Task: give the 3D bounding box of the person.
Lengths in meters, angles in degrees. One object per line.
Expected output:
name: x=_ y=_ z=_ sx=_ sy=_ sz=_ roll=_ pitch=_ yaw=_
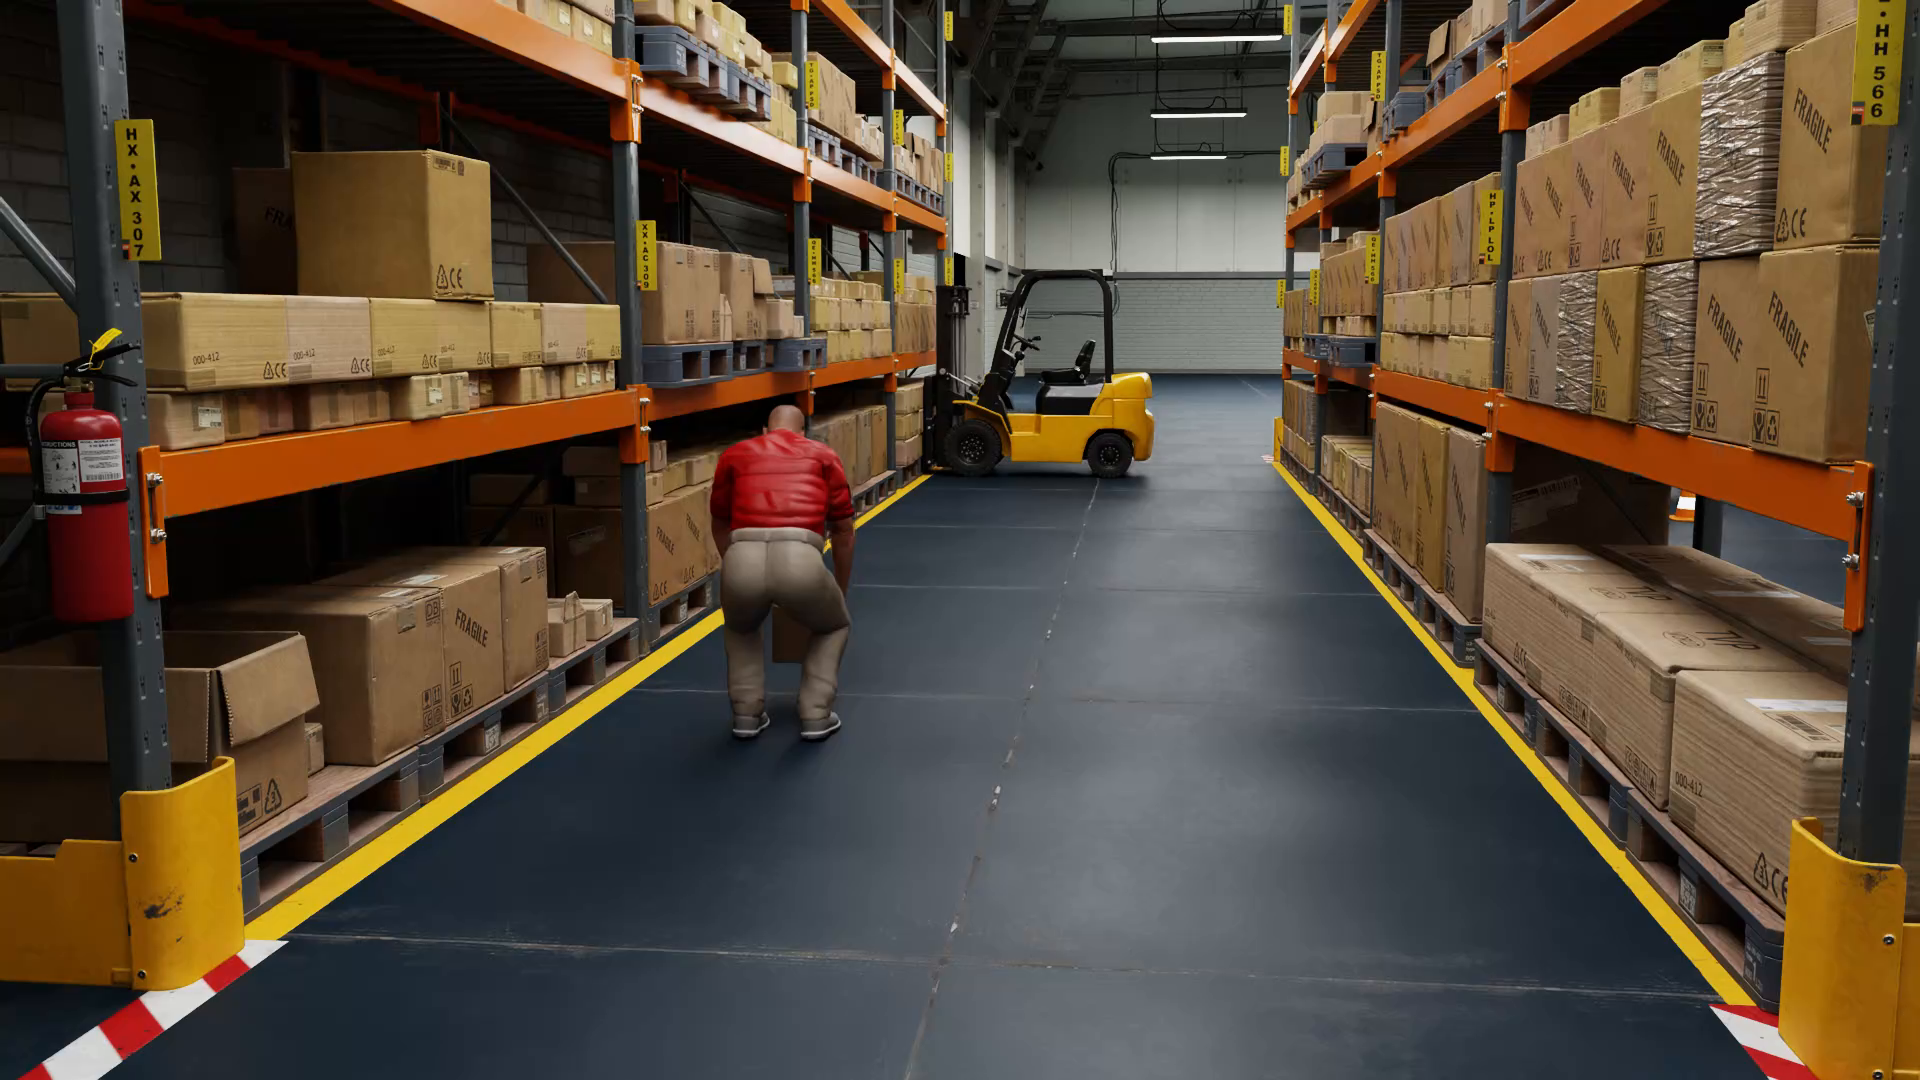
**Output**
person: x=-0.735 y=0.125 z=6.632 sx=0.589 sy=1.284 sz=0.767 roll=1 pitch=8 yaw=6
